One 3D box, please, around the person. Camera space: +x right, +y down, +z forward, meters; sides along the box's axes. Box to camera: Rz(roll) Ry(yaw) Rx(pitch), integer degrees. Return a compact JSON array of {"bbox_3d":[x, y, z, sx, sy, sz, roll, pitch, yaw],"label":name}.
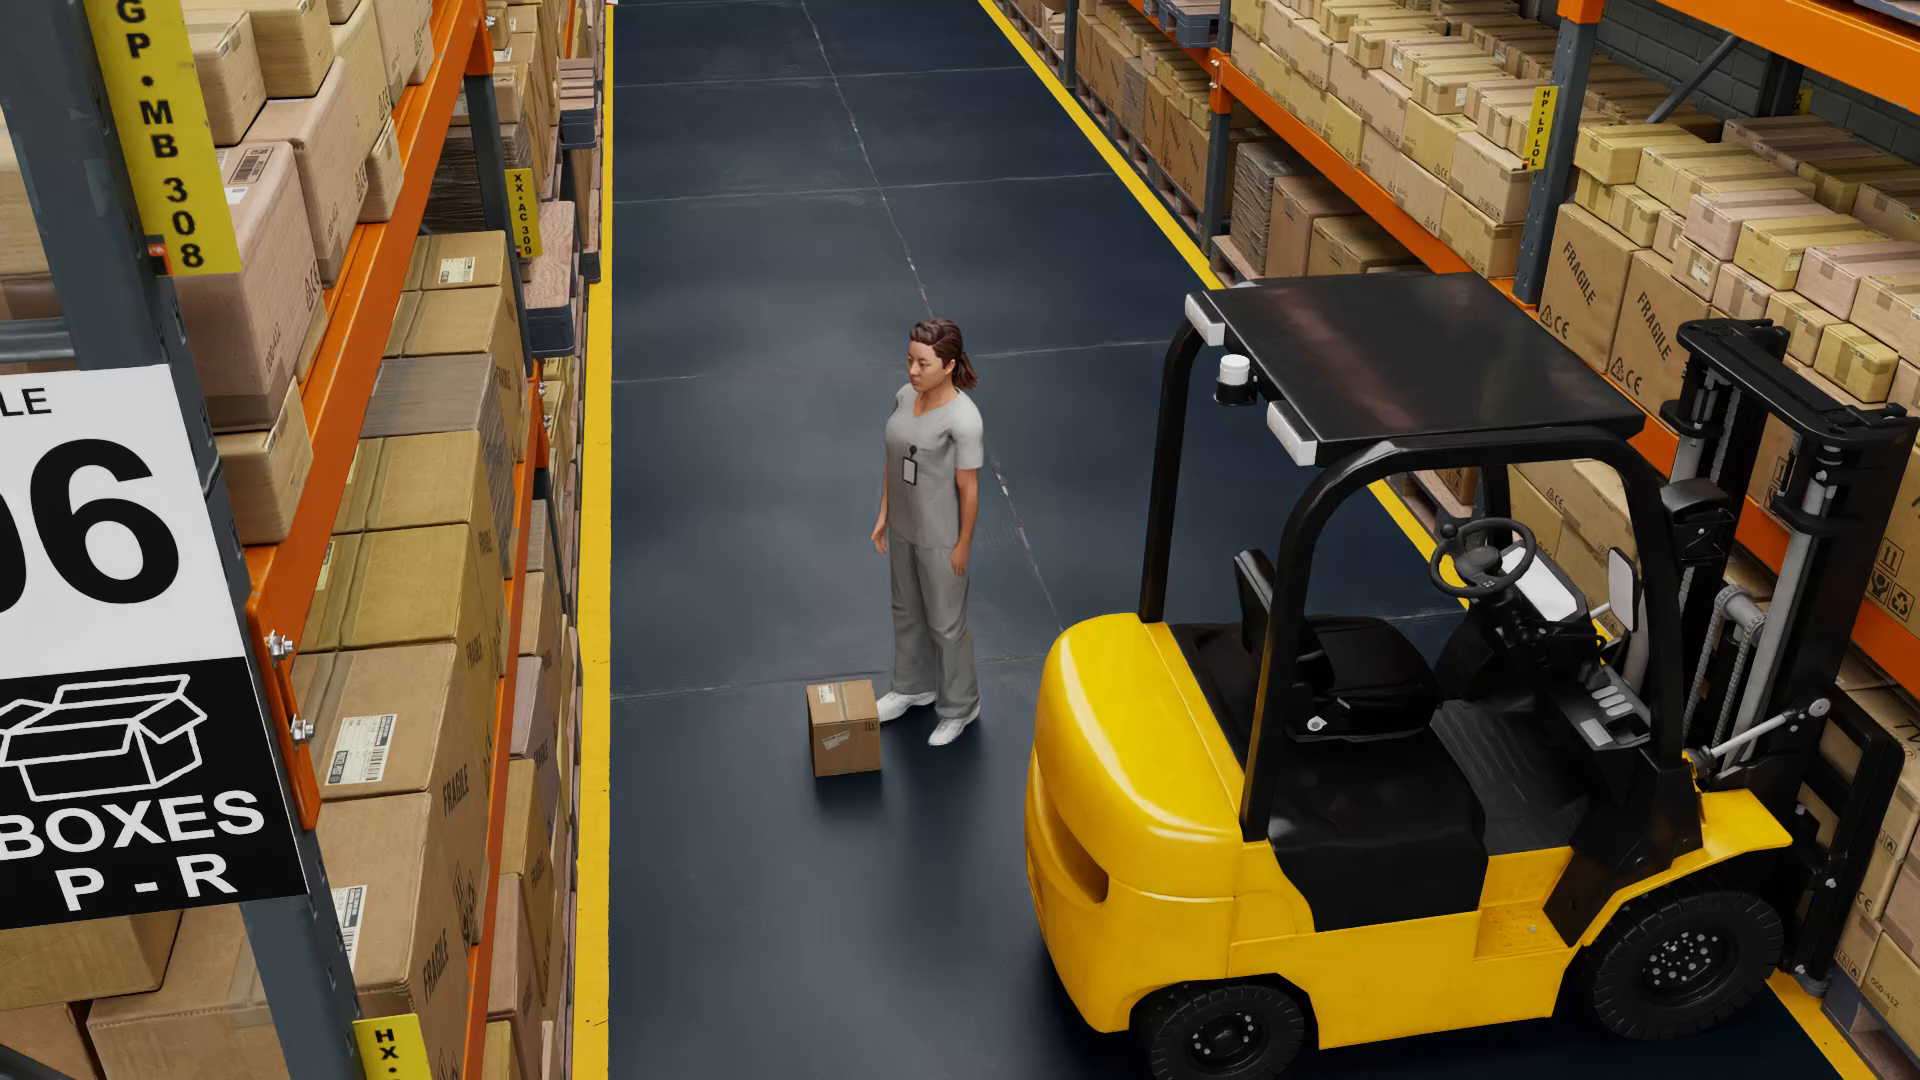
[{"bbox_3d":[-0.122,-0.008,6.188,0.429,1.719,0.448,-22,37,-32],"label":"person"}]
